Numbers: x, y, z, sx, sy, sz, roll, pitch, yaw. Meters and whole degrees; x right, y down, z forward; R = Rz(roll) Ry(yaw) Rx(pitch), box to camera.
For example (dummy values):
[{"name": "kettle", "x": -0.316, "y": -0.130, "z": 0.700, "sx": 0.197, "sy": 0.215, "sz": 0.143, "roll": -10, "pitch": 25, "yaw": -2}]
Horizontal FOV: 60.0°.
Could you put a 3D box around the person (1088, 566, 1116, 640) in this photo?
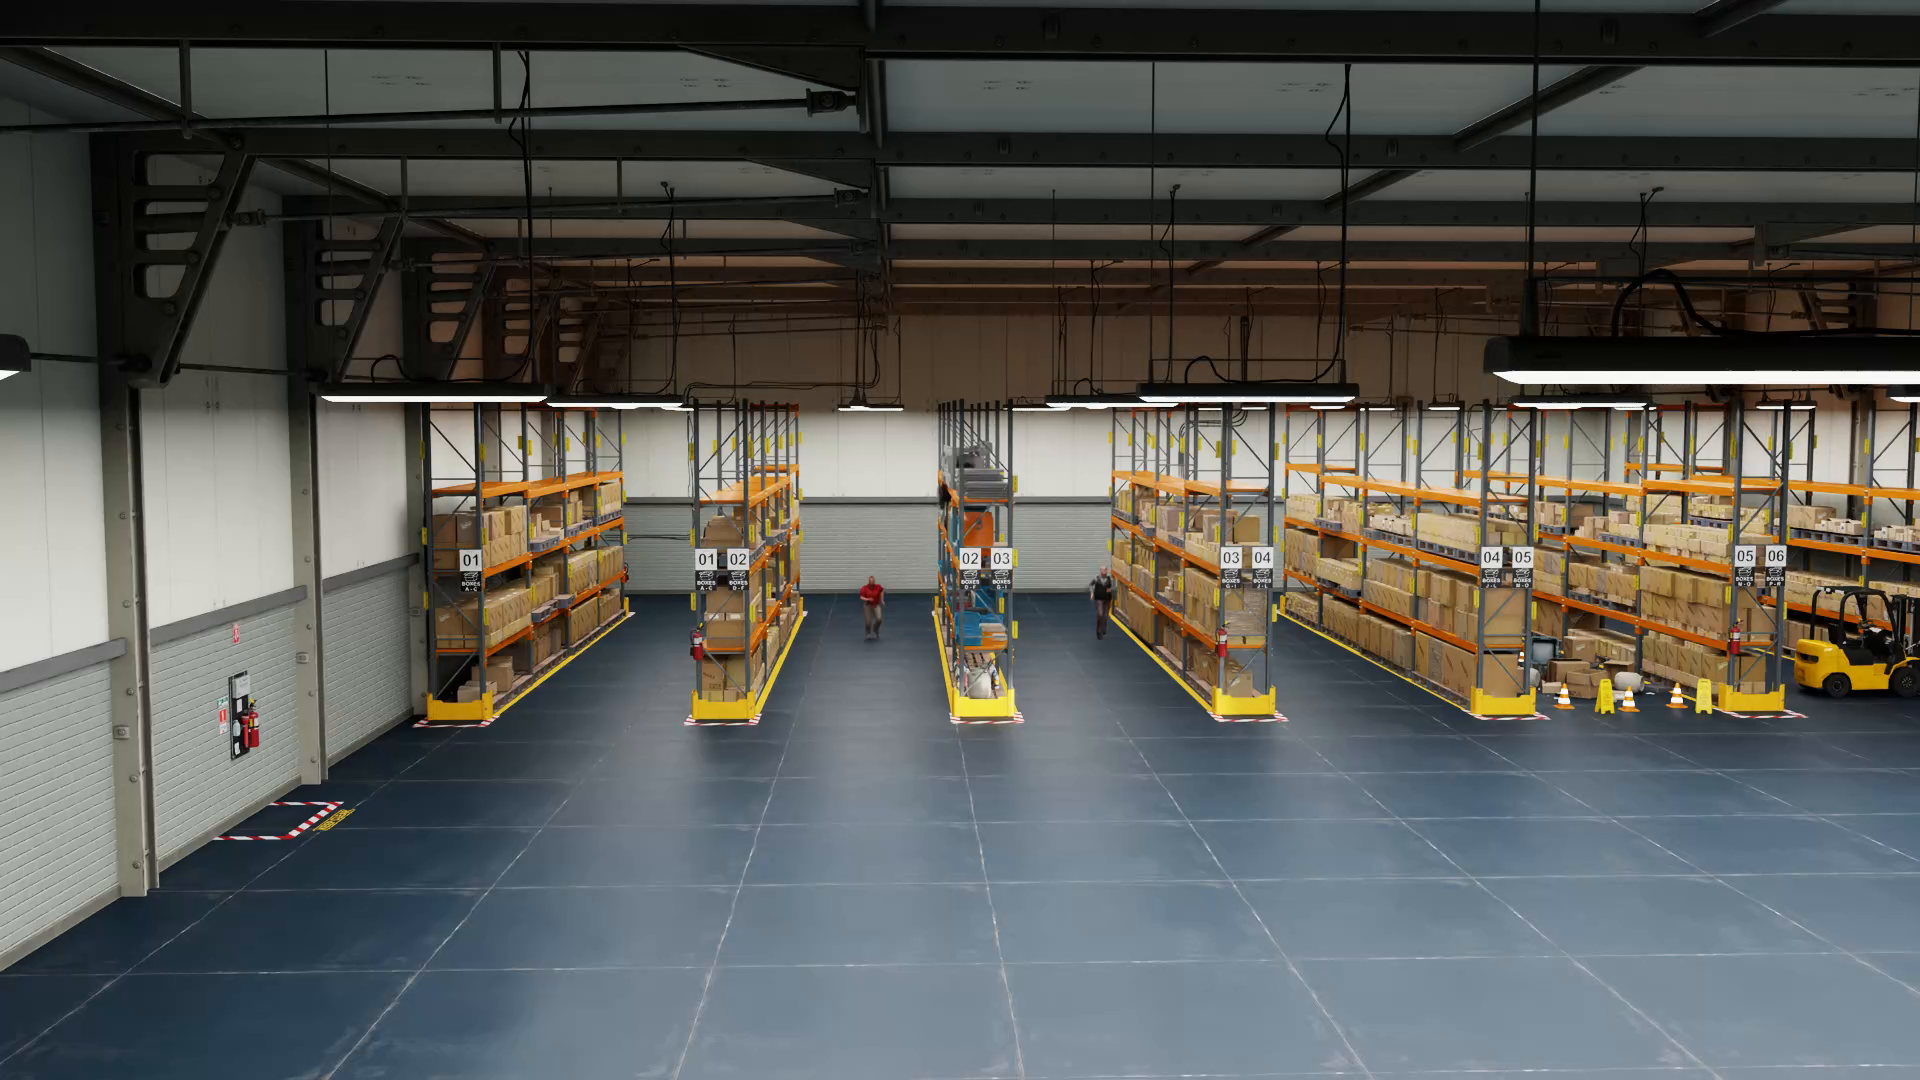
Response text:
[{"name": "person", "x": 3.489, "y": 1.533, "z": 40.508, "sx": 0.619, "sy": 1.807, "sz": 0.713, "roll": -1, "pitch": 4, "yaw": -9}]

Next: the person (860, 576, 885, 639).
[{"name": "person", "x": -2.217, "y": 1.713, "z": 42.101, "sx": 0.676, "sy": 1.632, "sz": 0.919, "roll": -1, "pitch": 4, "yaw": -12}]

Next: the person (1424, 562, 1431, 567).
[{"name": "person", "x": 12.732, "y": 1.463, "z": 44.799, "sx": 0.707, "sy": 1.732, "sz": 0.853, "roll": -2, "pitch": 5, "yaw": -27}]
